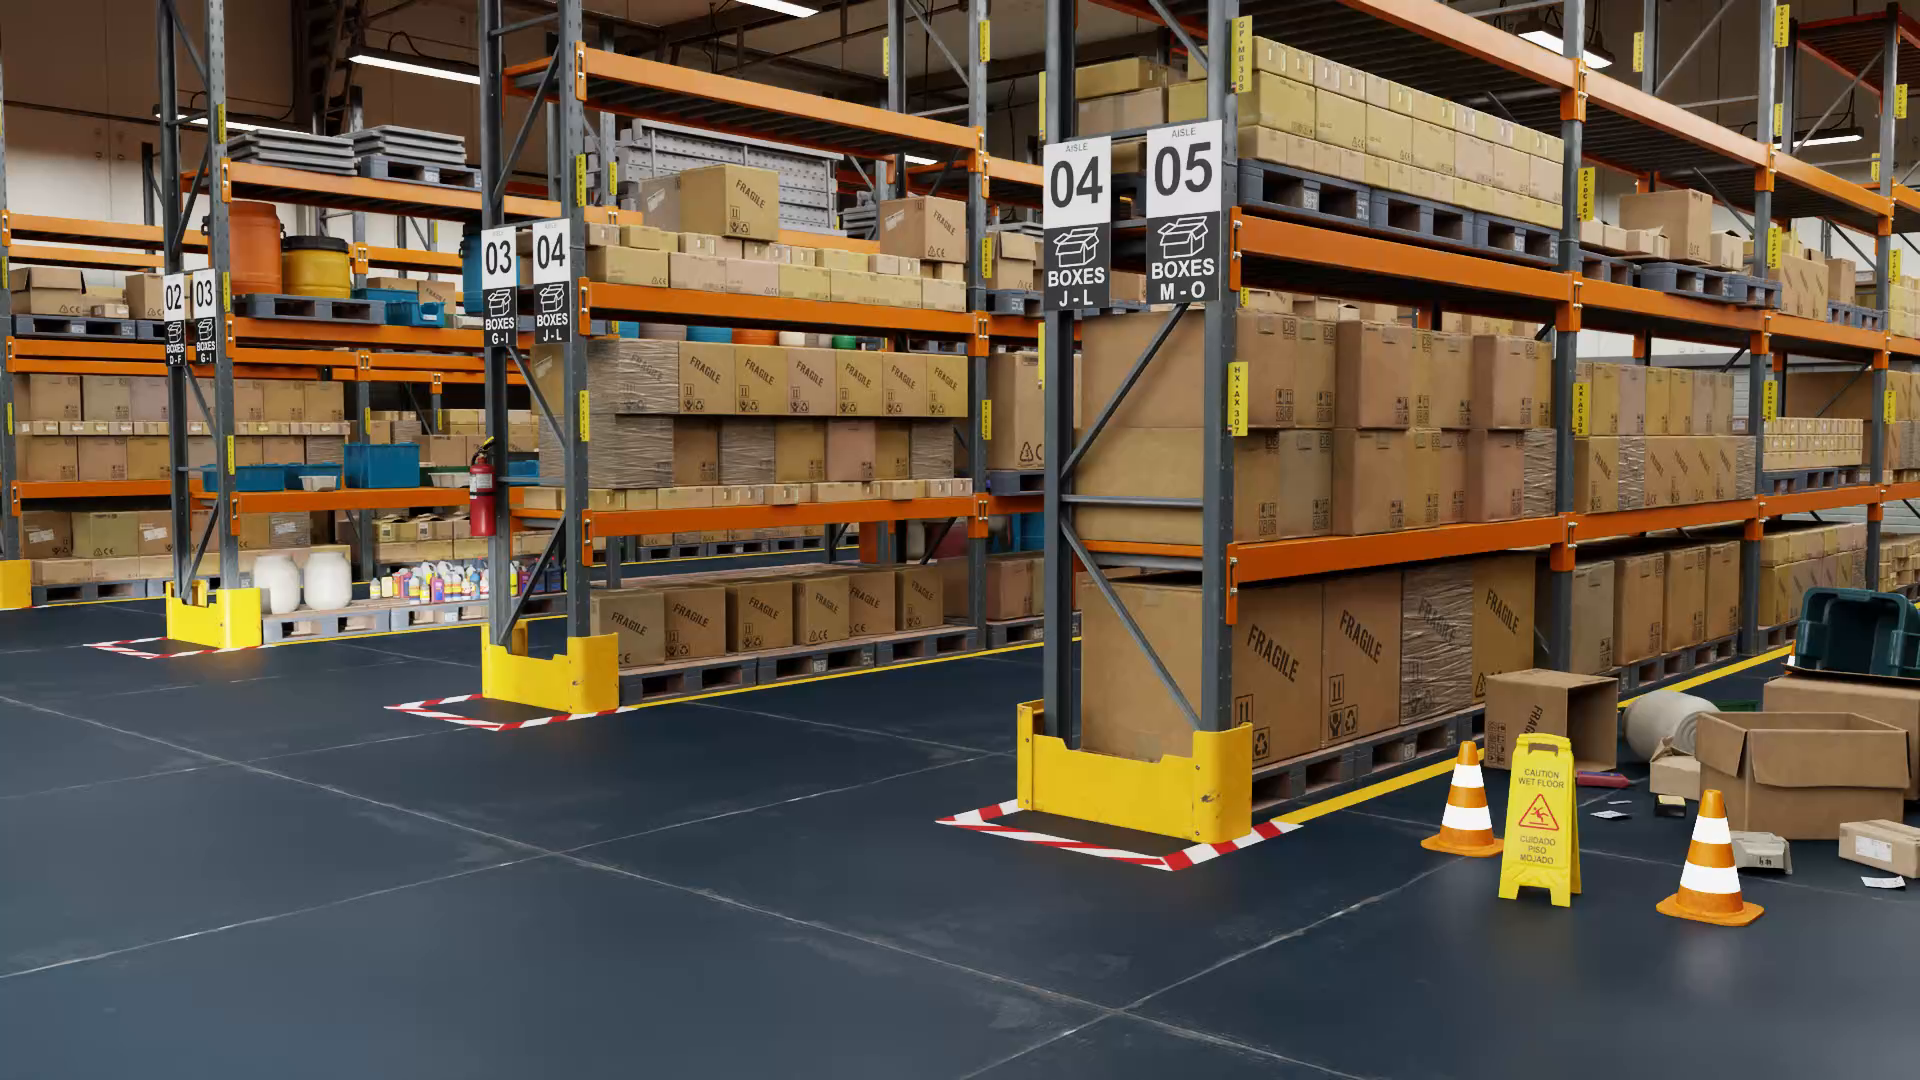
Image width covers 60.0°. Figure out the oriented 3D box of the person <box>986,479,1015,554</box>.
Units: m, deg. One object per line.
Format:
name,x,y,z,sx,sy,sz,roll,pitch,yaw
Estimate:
person,0.351,-0.157,17.488,0.429,1.571,0.737,1,4,14
